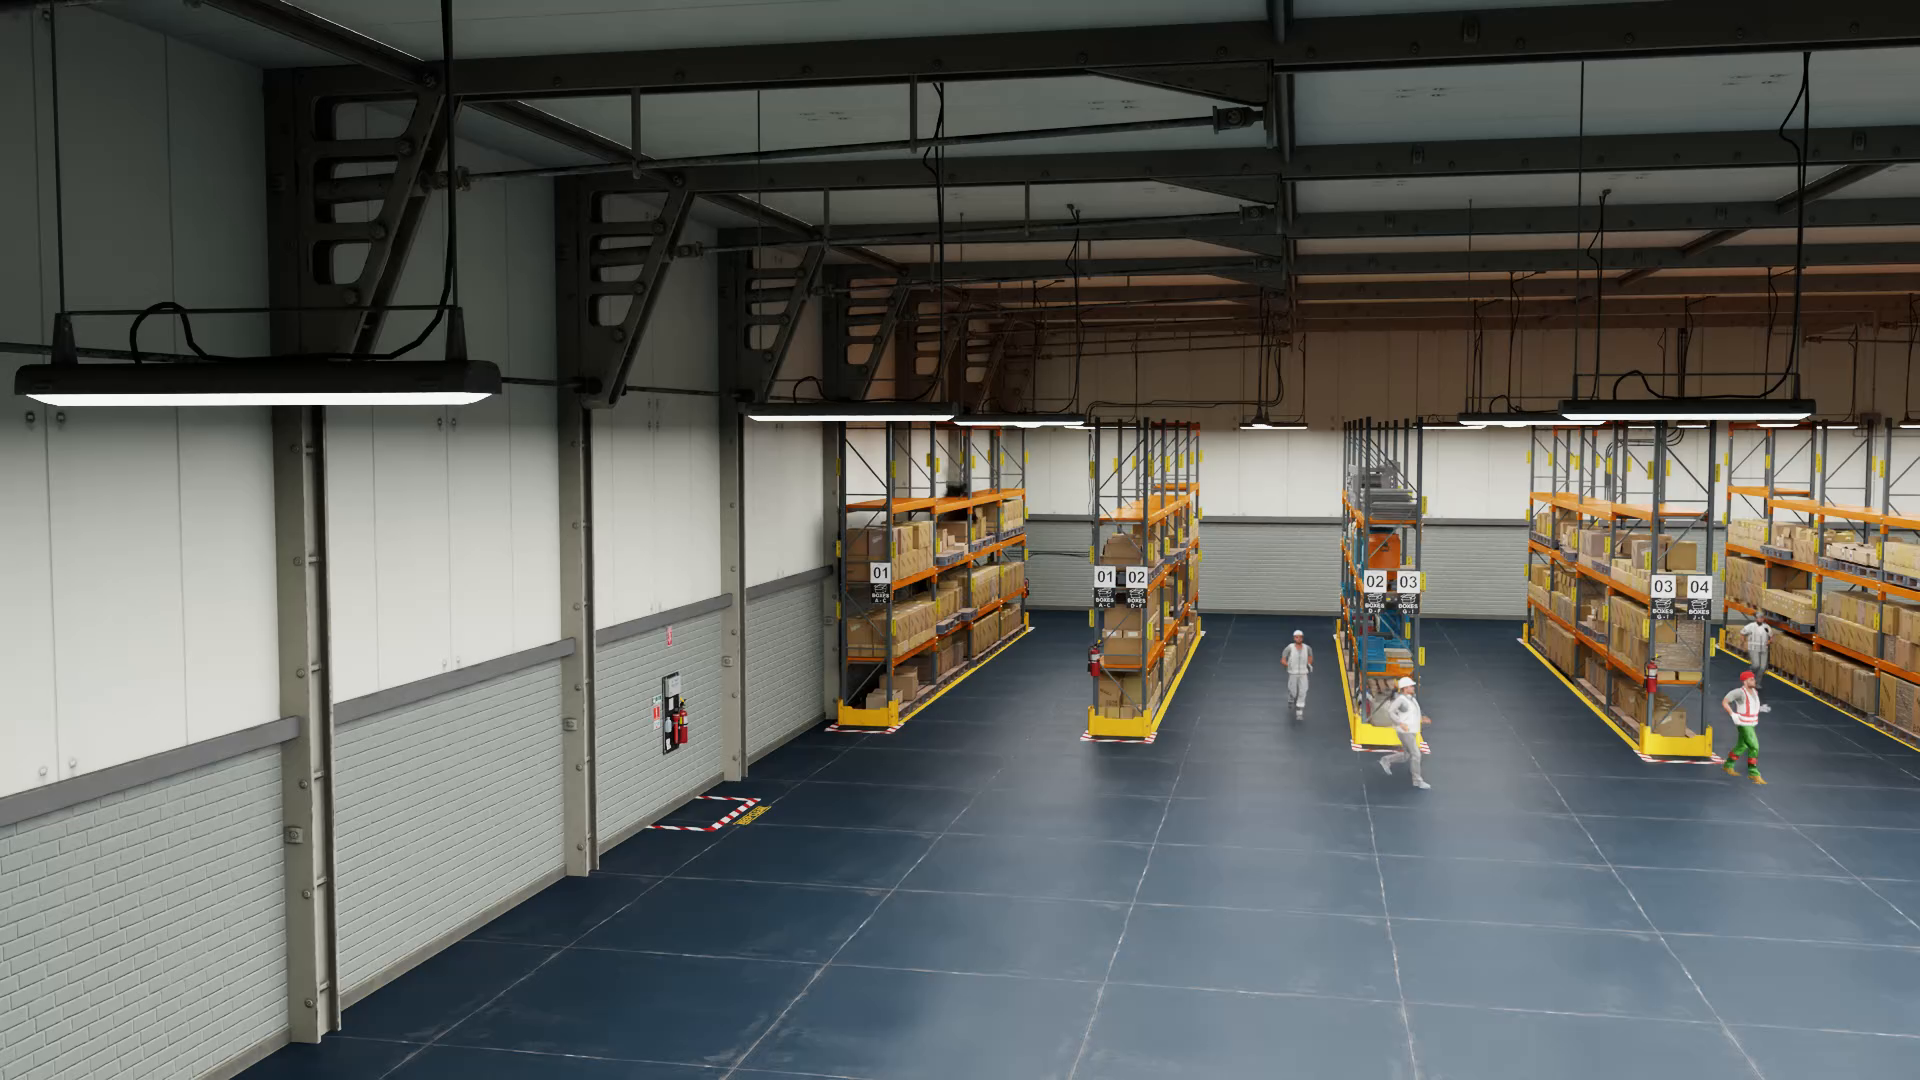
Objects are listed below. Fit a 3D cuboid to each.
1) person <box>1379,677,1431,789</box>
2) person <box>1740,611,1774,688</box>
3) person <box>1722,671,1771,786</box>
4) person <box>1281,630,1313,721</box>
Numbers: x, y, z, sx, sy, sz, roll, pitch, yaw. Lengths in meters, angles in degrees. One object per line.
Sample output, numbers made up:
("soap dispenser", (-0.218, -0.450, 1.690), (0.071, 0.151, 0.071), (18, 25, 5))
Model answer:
("person", (7.206, 3.103, 26.916), (0.902, 1.775, 0.662), (2, 4, 34))
("person", (17.778, 2.448, 37.006), (0.661, 1.734, 0.597), (0, 4, 6))
("person", (12.862, 3.050, 27.230), (0.651, 1.823, 0.789), (-3, 5, -37))
("person", (6.753, 2.683, 33.206), (0.655, 1.769, 0.888), (0, 4, 1))
